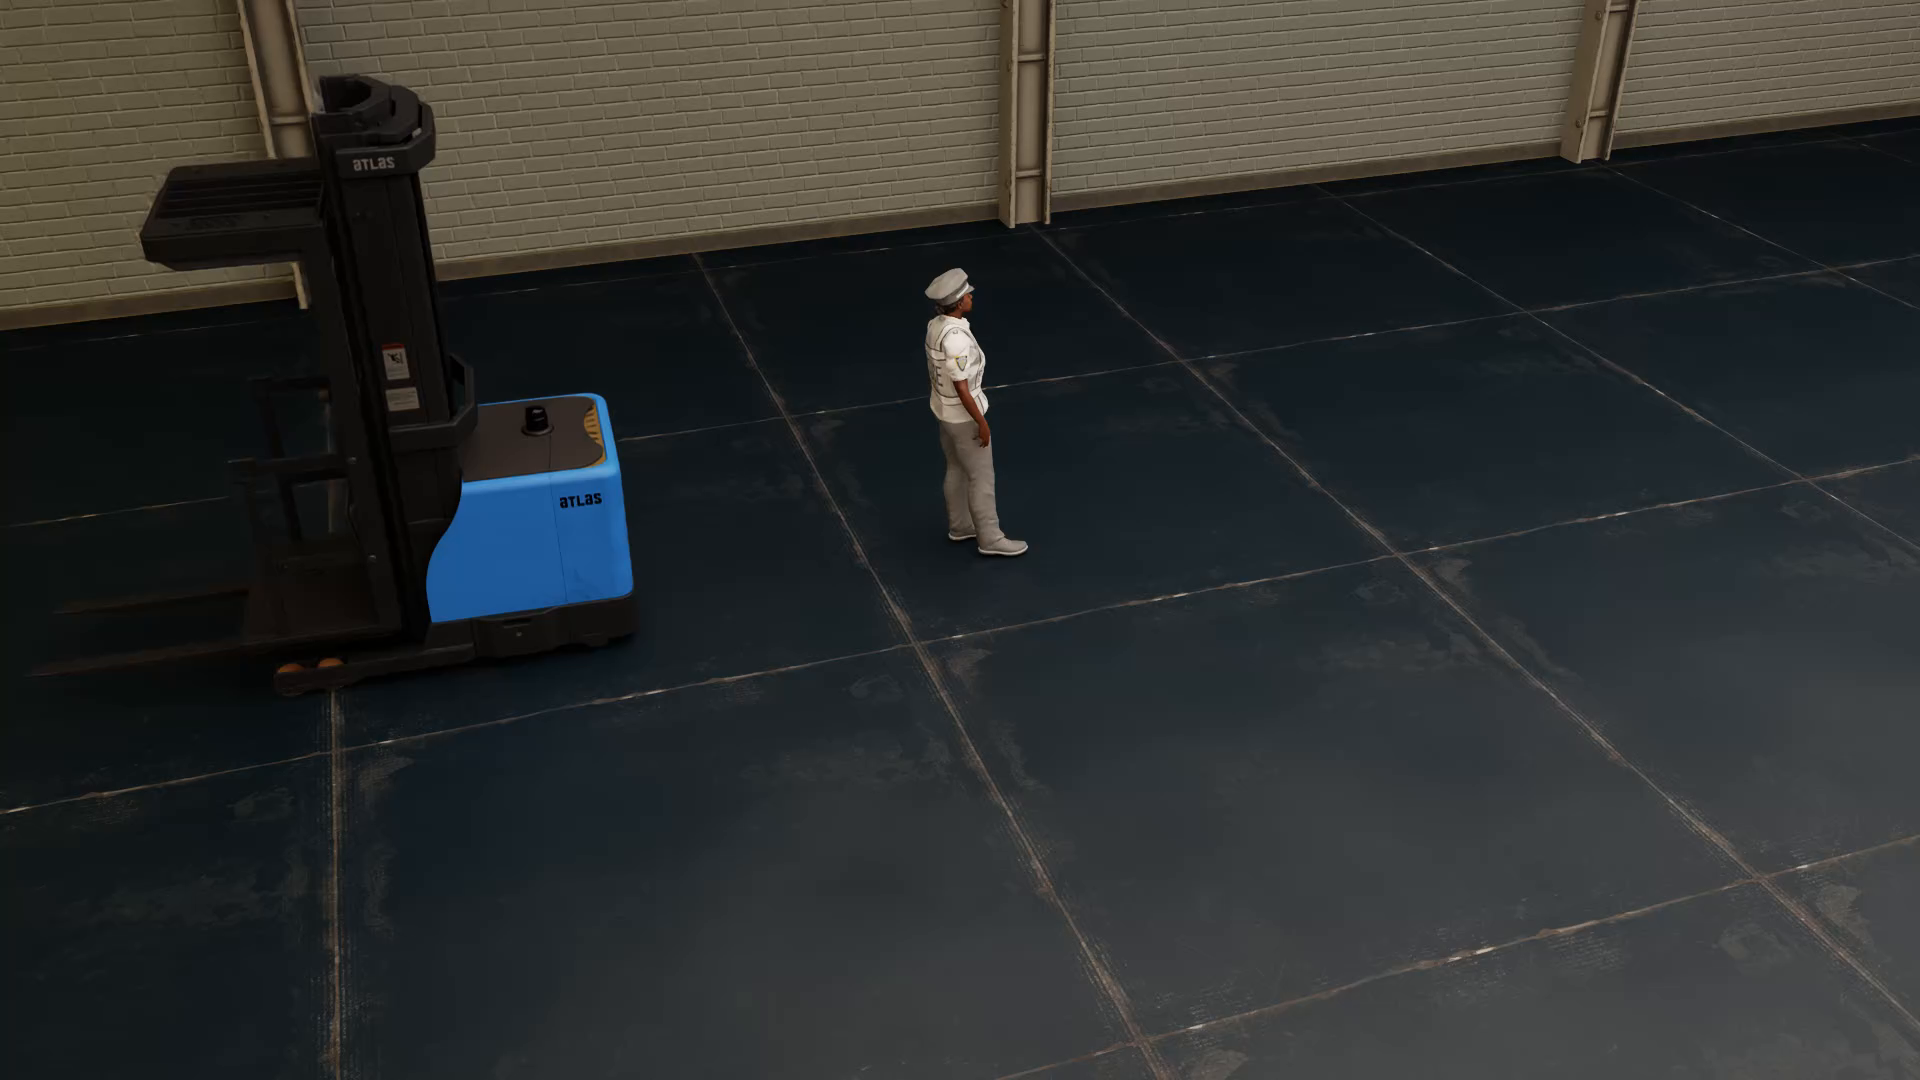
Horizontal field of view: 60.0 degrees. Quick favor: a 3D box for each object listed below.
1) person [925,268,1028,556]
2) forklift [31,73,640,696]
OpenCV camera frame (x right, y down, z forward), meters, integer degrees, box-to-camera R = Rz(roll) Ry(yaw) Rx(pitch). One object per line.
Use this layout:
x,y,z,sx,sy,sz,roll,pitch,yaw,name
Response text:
0.078,-0.743,9.604,0.528,1.695,0.569,-10,31,-16,person
-3.319,-0.753,8.396,3.031,2.935,1.130,-8,31,-13,forklift
